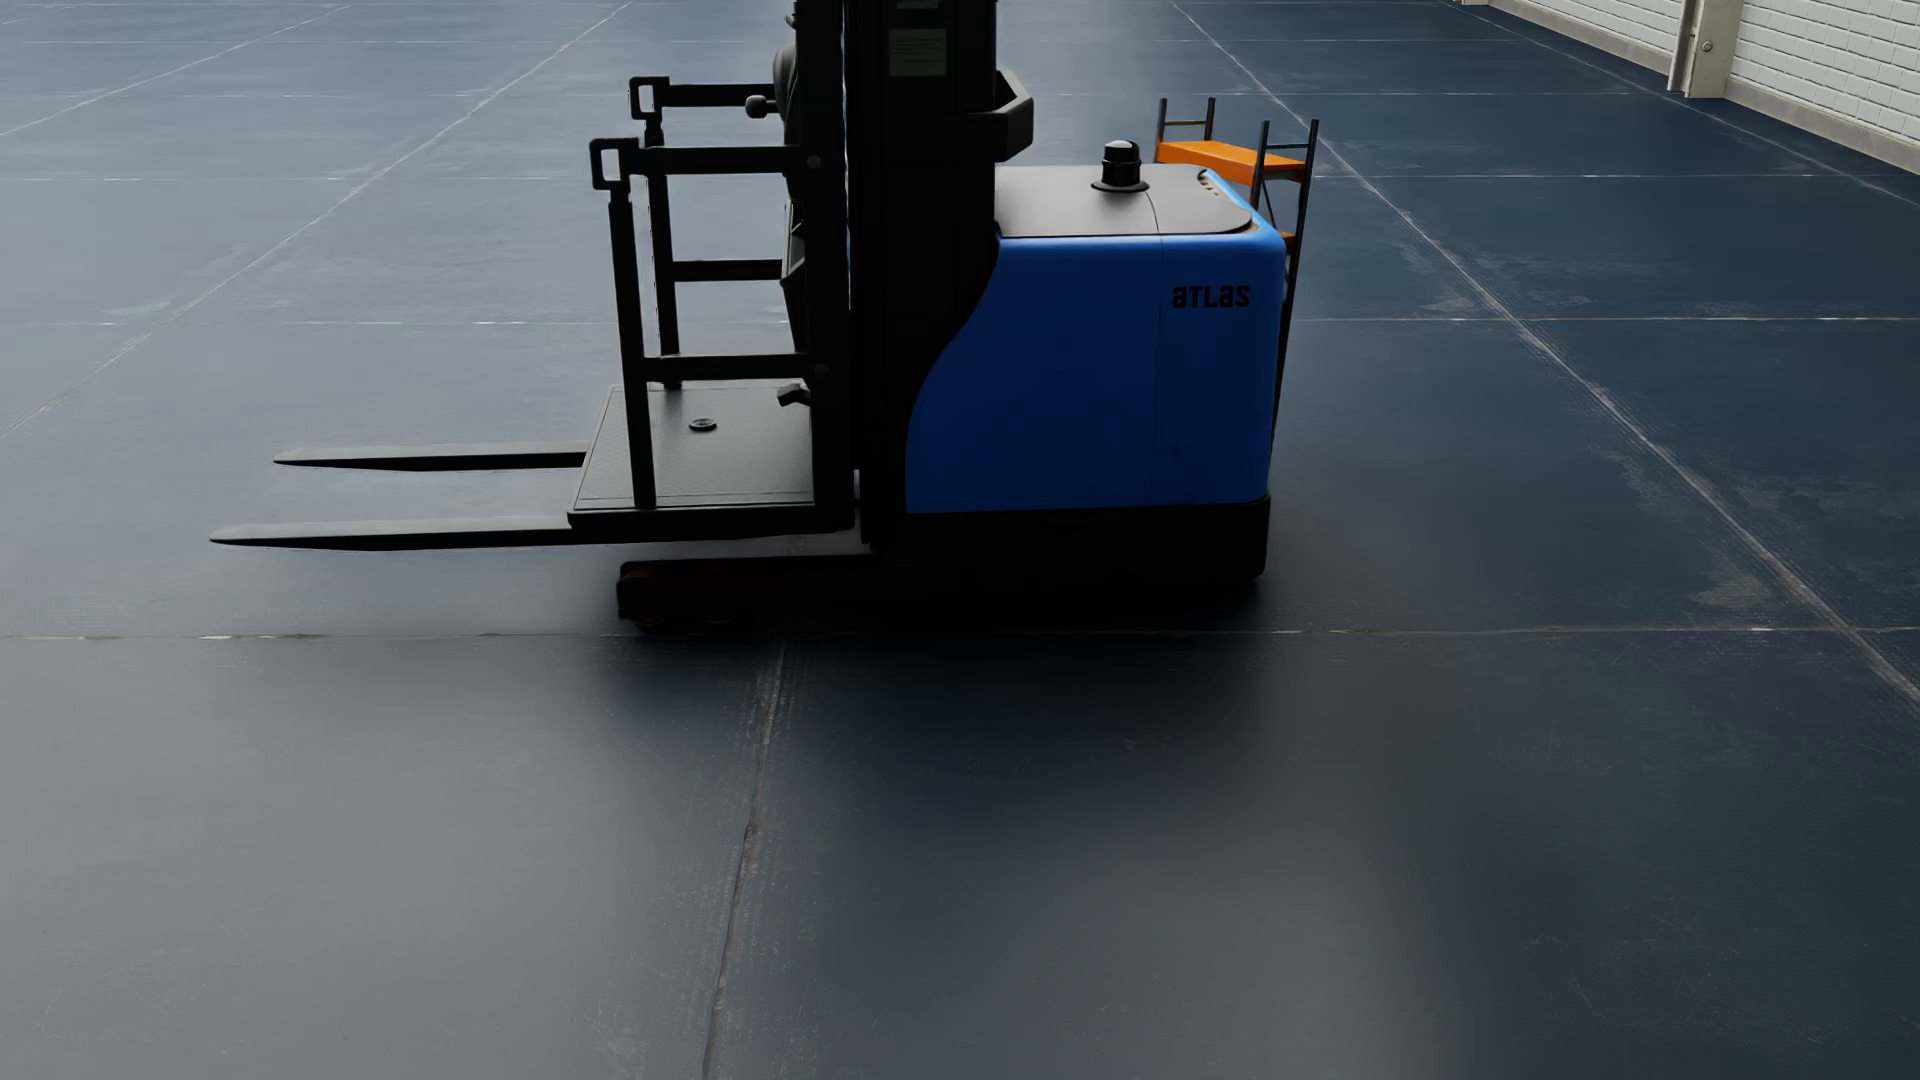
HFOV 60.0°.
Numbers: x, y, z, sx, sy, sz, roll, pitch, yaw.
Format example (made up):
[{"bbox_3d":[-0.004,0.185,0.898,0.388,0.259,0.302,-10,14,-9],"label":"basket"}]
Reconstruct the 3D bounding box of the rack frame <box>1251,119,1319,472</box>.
[{"bbox_3d":[1.007,-0.774,5.483,0.240,1.200,0.015,-11,26,-33],"label":"rack frame"}]

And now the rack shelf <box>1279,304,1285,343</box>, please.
[{"bbox_3d":[0.866,-0.795,5.692,0.258,0.148,0.480,-11,26,-33],"label":"rack shelf"}]

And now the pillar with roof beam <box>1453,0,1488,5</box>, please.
[{"bbox_3d":[1.357,-10.026,16.498,9.100,9.000,0.400,0,24,-1],"label":"pillar with roof beam"}]

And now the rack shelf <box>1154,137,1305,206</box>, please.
[{"bbox_3d":[0.896,-1.221,5.521,0.258,0.148,0.480,-11,26,-33],"label":"rack shelf"}]

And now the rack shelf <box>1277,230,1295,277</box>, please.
[{"bbox_3d":[0.881,-1.002,5.609,0.258,0.148,0.480,-11,26,-33],"label":"rack shelf"}]

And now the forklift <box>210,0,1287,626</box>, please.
[{"bbox_3d":[-0.645,-1.319,4.610,3.031,2.935,1.130,-2,24,-4],"label":"forklift"}]

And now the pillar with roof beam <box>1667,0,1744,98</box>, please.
[{"bbox_3d":[1.422,-7.554,11.032,9.100,9.000,0.400,0,24,-1],"label":"pillar with roof beam"}]

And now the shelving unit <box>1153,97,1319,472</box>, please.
[{"bbox_3d":[0.871,-0.857,5.667,0.258,1.200,0.503,-11,26,-33],"label":"shelving unit"}]

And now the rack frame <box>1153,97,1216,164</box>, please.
[{"bbox_3d":[0.734,-0.941,5.851,0.240,1.200,0.015,-11,26,-33],"label":"rack frame"}]
